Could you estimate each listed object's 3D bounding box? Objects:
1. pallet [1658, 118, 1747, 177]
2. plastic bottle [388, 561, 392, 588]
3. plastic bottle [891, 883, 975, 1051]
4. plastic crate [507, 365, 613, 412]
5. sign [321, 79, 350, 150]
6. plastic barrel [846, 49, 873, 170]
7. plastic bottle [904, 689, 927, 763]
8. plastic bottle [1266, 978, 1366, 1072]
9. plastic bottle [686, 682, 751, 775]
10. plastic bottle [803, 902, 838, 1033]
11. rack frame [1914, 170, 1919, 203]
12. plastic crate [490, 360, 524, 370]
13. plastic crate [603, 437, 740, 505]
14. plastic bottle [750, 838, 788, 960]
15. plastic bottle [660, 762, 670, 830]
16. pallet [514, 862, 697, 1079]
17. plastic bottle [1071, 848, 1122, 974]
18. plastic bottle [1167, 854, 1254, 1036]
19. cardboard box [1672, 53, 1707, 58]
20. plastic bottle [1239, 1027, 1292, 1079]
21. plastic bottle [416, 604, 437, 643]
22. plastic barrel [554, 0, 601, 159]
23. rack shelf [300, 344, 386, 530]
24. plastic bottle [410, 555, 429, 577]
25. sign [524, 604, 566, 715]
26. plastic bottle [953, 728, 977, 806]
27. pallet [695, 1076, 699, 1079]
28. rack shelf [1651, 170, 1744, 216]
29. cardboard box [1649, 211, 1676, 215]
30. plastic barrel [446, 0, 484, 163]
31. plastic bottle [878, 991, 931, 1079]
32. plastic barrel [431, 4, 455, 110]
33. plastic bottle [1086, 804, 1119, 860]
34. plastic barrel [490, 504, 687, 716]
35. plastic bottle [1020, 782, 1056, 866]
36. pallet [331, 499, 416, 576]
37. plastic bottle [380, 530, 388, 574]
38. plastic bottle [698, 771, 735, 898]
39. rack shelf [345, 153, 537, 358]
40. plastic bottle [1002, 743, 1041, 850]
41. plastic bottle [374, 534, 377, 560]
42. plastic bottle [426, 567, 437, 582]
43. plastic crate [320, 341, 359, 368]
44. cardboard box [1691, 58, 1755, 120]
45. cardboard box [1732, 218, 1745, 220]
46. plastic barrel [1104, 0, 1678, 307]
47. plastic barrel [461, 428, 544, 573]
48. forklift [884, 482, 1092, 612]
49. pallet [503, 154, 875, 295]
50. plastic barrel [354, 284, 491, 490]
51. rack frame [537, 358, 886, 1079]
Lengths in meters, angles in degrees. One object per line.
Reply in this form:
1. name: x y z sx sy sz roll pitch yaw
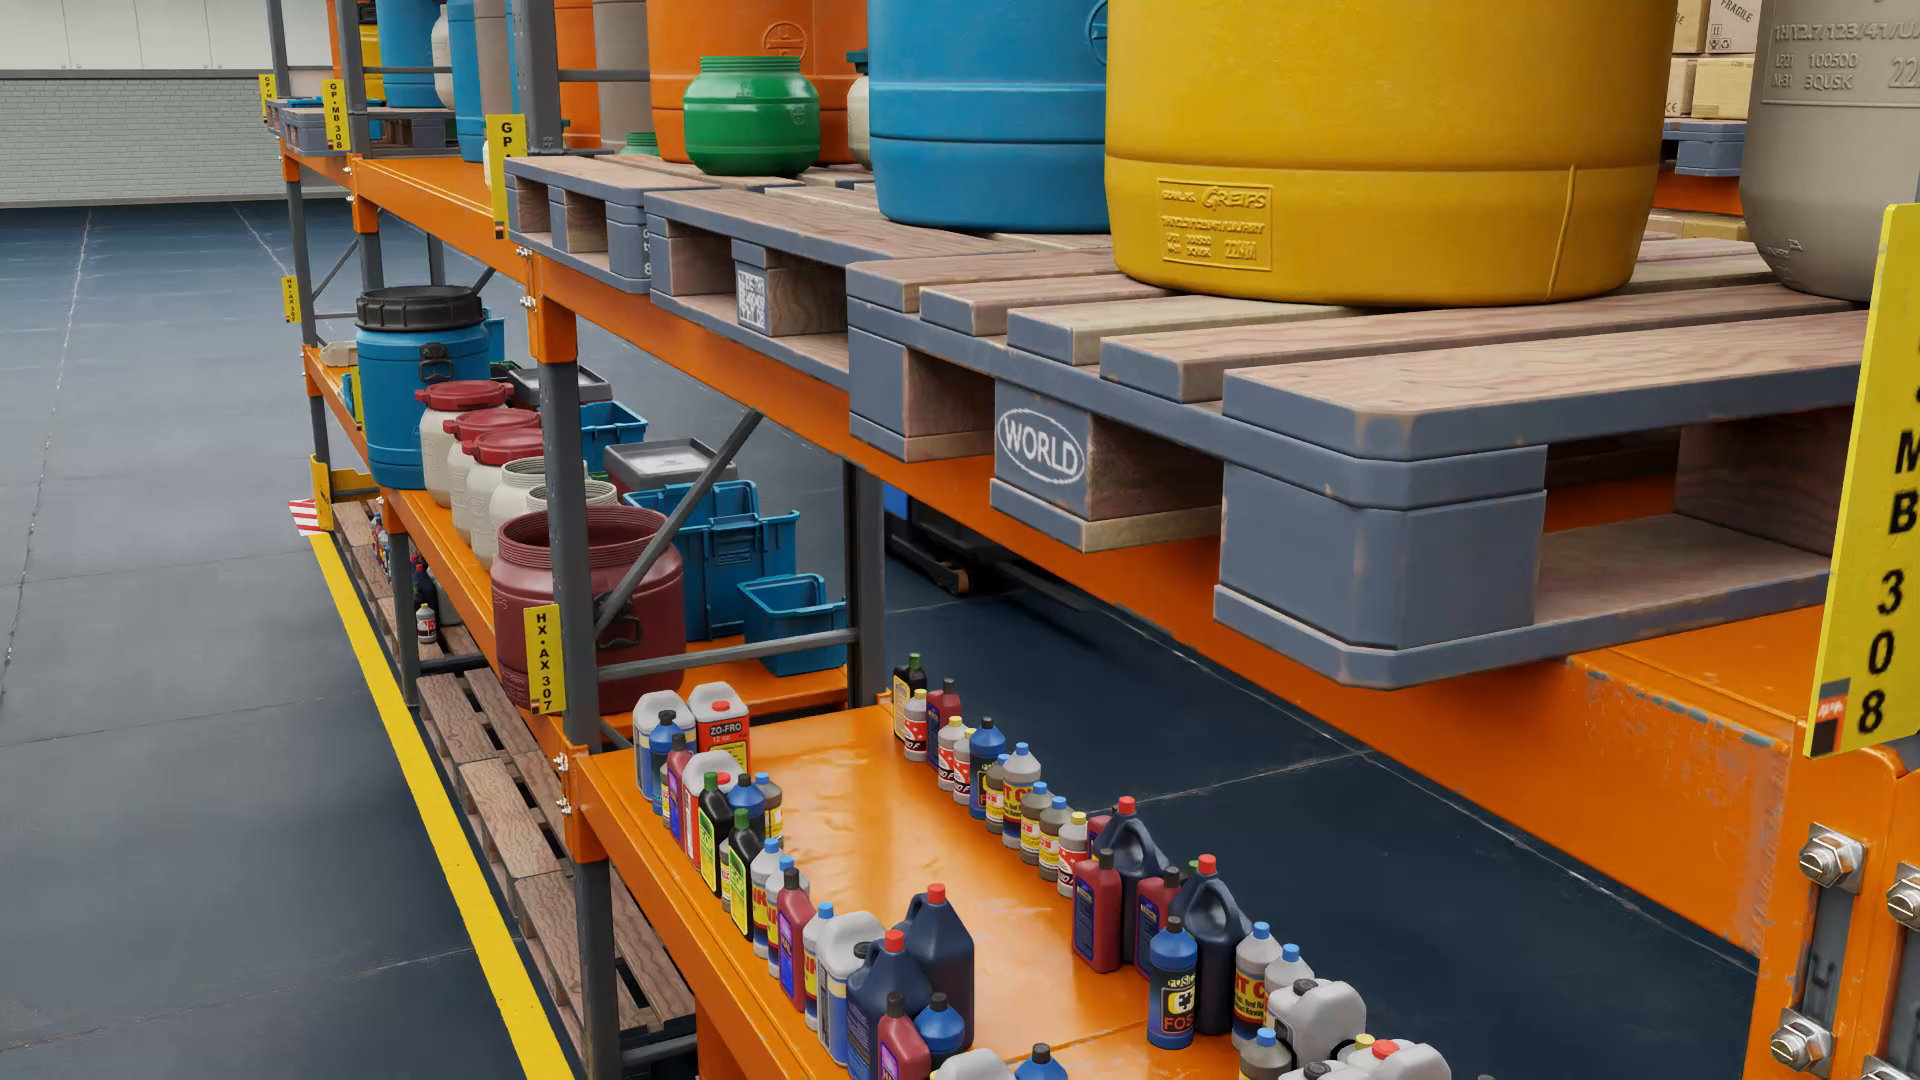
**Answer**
1. pallet: 3.368 -1.749 7.312 1.213 0.211 1.003 -7 17 -22
2. plastic bottle: -3.371 0.180 9.962 0.097 0.201 0.097 0 16 0
3. plastic bottle: -0.058 0.859 3.407 0.144 0.351 0.185 -8 18 -25
4. plastic crate: -1.974 -0.582 8.226 0.402 0.464 0.583 -8 18 -25
5. sign: -2.960 -2.017 7.887 0.100 0.325 0.005 -8 18 -25
6. plastic barrel: -0.107 -0.972 3.751 0.301 0.262 0.301 0 16 0
7. plastic bottle: -0.113 0.532 4.818 0.097 0.201 0.097 0 16 0
8. plastic bottle: 0.676 0.961 3.190 0.152 0.276 0.135 -8 18 -25
9. plastic bottle: -0.673 0.545 4.640 0.152 0.276 0.135 -8 18 -25
10. plastic bottle: -0.277 0.884 3.466 0.097 0.271 0.097 0 16 0
11. rack frame: 1.044 -1.535 0.785 1.000 3.000 0.127 -8 18 -25
12. plastic crate: -2.802 -0.904 9.846 0.450 0.188 0.662 -8 18 -25
13. plastic crate: -1.141 -0.111 6.585 0.402 0.464 0.583 -8 18 -25
14. plastic bottle: -0.421 0.802 3.750 0.097 0.271 0.097 0 16 0
15. plastic bottle: -0.741 0.655 4.390 0.097 0.201 0.097 0 16 0
16. pallet: -1.013 1.501 6.139 1.003 0.211 1.213 -8 18 -25
17. plastic bottle: 0.304 0.809 3.707 0.061 0.283 0.133 -8 18 -25
18. plastic bottle: 0.525 0.836 3.488 0.144 0.351 0.185 -8 18 -25
19. cardboard box: 5.792 -3.554 13.041 0.500 0.500 0.500 -9 18 -30
20. plastic bottle: 0.573 1.016 3.132 0.097 0.201 0.097 0 16 0
21. plastic bottle: -2.900 0.447 9.032 0.097 0.201 0.097 0 16 0
22. plastic barrel: -1.160 -1.683 5.961 0.600 0.830 0.708 -8 18 -25
23. rack shelf: -3.337 -0.785 10.352 1.077 0.370 4.000 -8 18 -25
24. plastic bottle: -3.086 0.255 9.430 0.144 0.351 0.185 -9 18 -28
25. sign: -1.200 0.347 4.808 0.100 0.325 0.005 -8 18 -25
26. plastic bottle: 0.030 0.613 4.535 0.097 0.201 0.097 0 16 0
27. pallet: -0.325 1.888 4.789 1.003 0.211 1.213 -8 18 -25
28. rack shelf: 2.870 -1.832 8.565 1.077 0.370 4.000 -8 18 -25
29. cardboard box: 5.525 -2.459 13.758 0.500 0.500 0.500 -8 18 -26
30. plastic barrel: -2.043 -2.218 7.694 0.600 0.901 0.708 -8 18 -25
31. plastic bottle: -0.103 0.988 3.081 0.061 0.283 0.133 -8 18 -25
32. plastic barrel: -2.473 -2.463 8.492 0.421 0.512 0.421 0 16 0
33. plastic bottle: 0.353 0.745 3.927 0.061 0.283 0.133 -8 18 -25
34. plastic barrel: -1.184 0.213 5.323 0.600 0.536 0.708 -8 18 -25
35. plastic bottle: 0.201 0.710 4.199 0.097 0.201 0.097 0 16 0
36. pallet: -3.786 -0.071 11.615 1.003 0.211 1.213 -8 18 -25
37. plastic bottle: -3.505 0.070 10.216 0.097 0.271 0.097 0 16 0
38. plastic bottle: -0.589 0.713 4.040 0.061 0.283 0.133 -8 18 -25
39. rack shelf: -1.585 -1.235 6.482 1.077 0.370 4.000 -8 18 -25
40. plastic bottle: 0.158 0.652 4.273 0.097 0.271 0.097 0 16 0
41. plastic bottle: -3.654 0.020 10.519 0.097 0.201 0.097 0 16 0
42. plastic bottle: -2.964 0.266 9.525 0.152 0.276 0.135 -8 18 -25
43. plastic crate: -4.110 -1.239 11.108 0.298 0.136 0.250 -8 18 -25
44. cardboard box: 3.497 -1.918 7.068 0.500 0.250 0.500 -9 18 -29
45. cardboard box: 6.427 -2.272 13.105 0.500 0.500 0.500 -8 18 -26
46. plastic barrel: 0.462 -0.587 1.818 0.600 0.588 0.600 0 16 0
47. plastic barrel: -1.728 -0.147 6.579 0.433 0.535 0.433 0 16 0
48. forklift: 0.303 -1.199 10.616 1.130 2.935 3.031 -8 18 -26
49. pallet: -0.461 -0.792 3.979 1.003 0.211 1.213 -8 18 -25
50. plastic barrel: -2.564 -0.743 7.994 0.600 0.901 0.708 -8 18 -25
51. rack frame: -0.708 0.357 5.068 1.000 3.000 0.127 -8 18 -25
